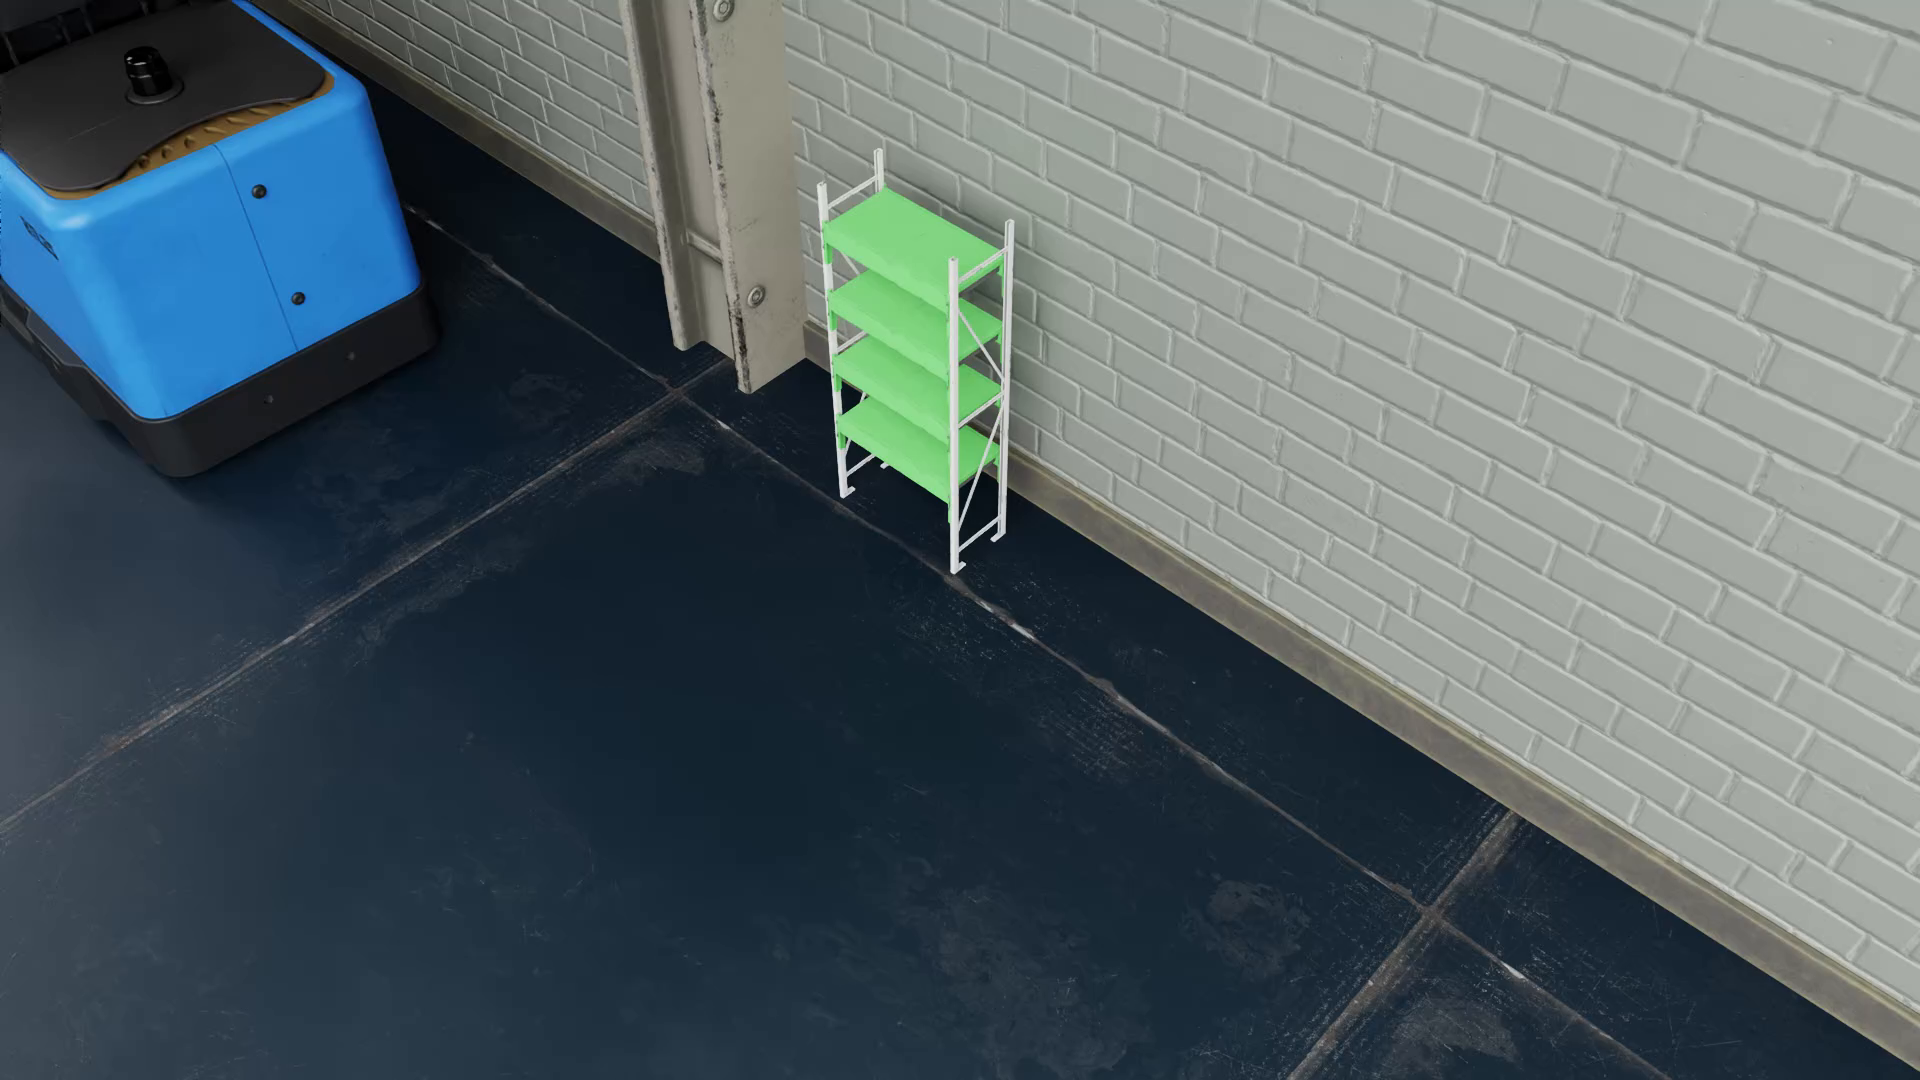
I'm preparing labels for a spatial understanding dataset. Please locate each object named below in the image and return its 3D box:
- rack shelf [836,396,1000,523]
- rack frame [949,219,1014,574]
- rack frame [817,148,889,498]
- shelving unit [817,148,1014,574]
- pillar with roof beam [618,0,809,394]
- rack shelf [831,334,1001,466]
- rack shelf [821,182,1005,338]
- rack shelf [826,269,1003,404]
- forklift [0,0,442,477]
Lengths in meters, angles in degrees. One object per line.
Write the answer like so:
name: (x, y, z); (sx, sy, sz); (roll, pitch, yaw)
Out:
rack shelf: (-0.122, -0.285, 5.111); (0.480, 0.148, 0.258); (34, 55, 28)
rack frame: (0.058, -0.372, 4.776); (0.015, 1.200, 0.240); (34, 55, 28)
rack frame: (-0.301, -0.613, 5.003); (0.015, 1.200, 0.240); (34, 55, 28)
shelving unit: (-0.122, -0.493, 4.889); (0.503, 1.200, 0.258); (34, 55, 28)
pillar with roof beam: (-3.689, -1.453, 0.442); (0.400, 9.000, 9.100); (34, 55, 28)
rack shelf: (-0.122, -0.449, 4.936); (0.480, 0.148, 0.258); (34, 55, 28)
rack shelf: (-0.122, -0.777, 4.586); (0.480, 0.148, 0.258); (34, 55, 28)
rack shelf: (-0.122, -0.613, 4.761); (0.480, 0.148, 0.258); (34, 55, 28)
forklift: (-3.214, -2.171, 5.278); (3.031, 2.935, 1.130); (36, 56, 29)
